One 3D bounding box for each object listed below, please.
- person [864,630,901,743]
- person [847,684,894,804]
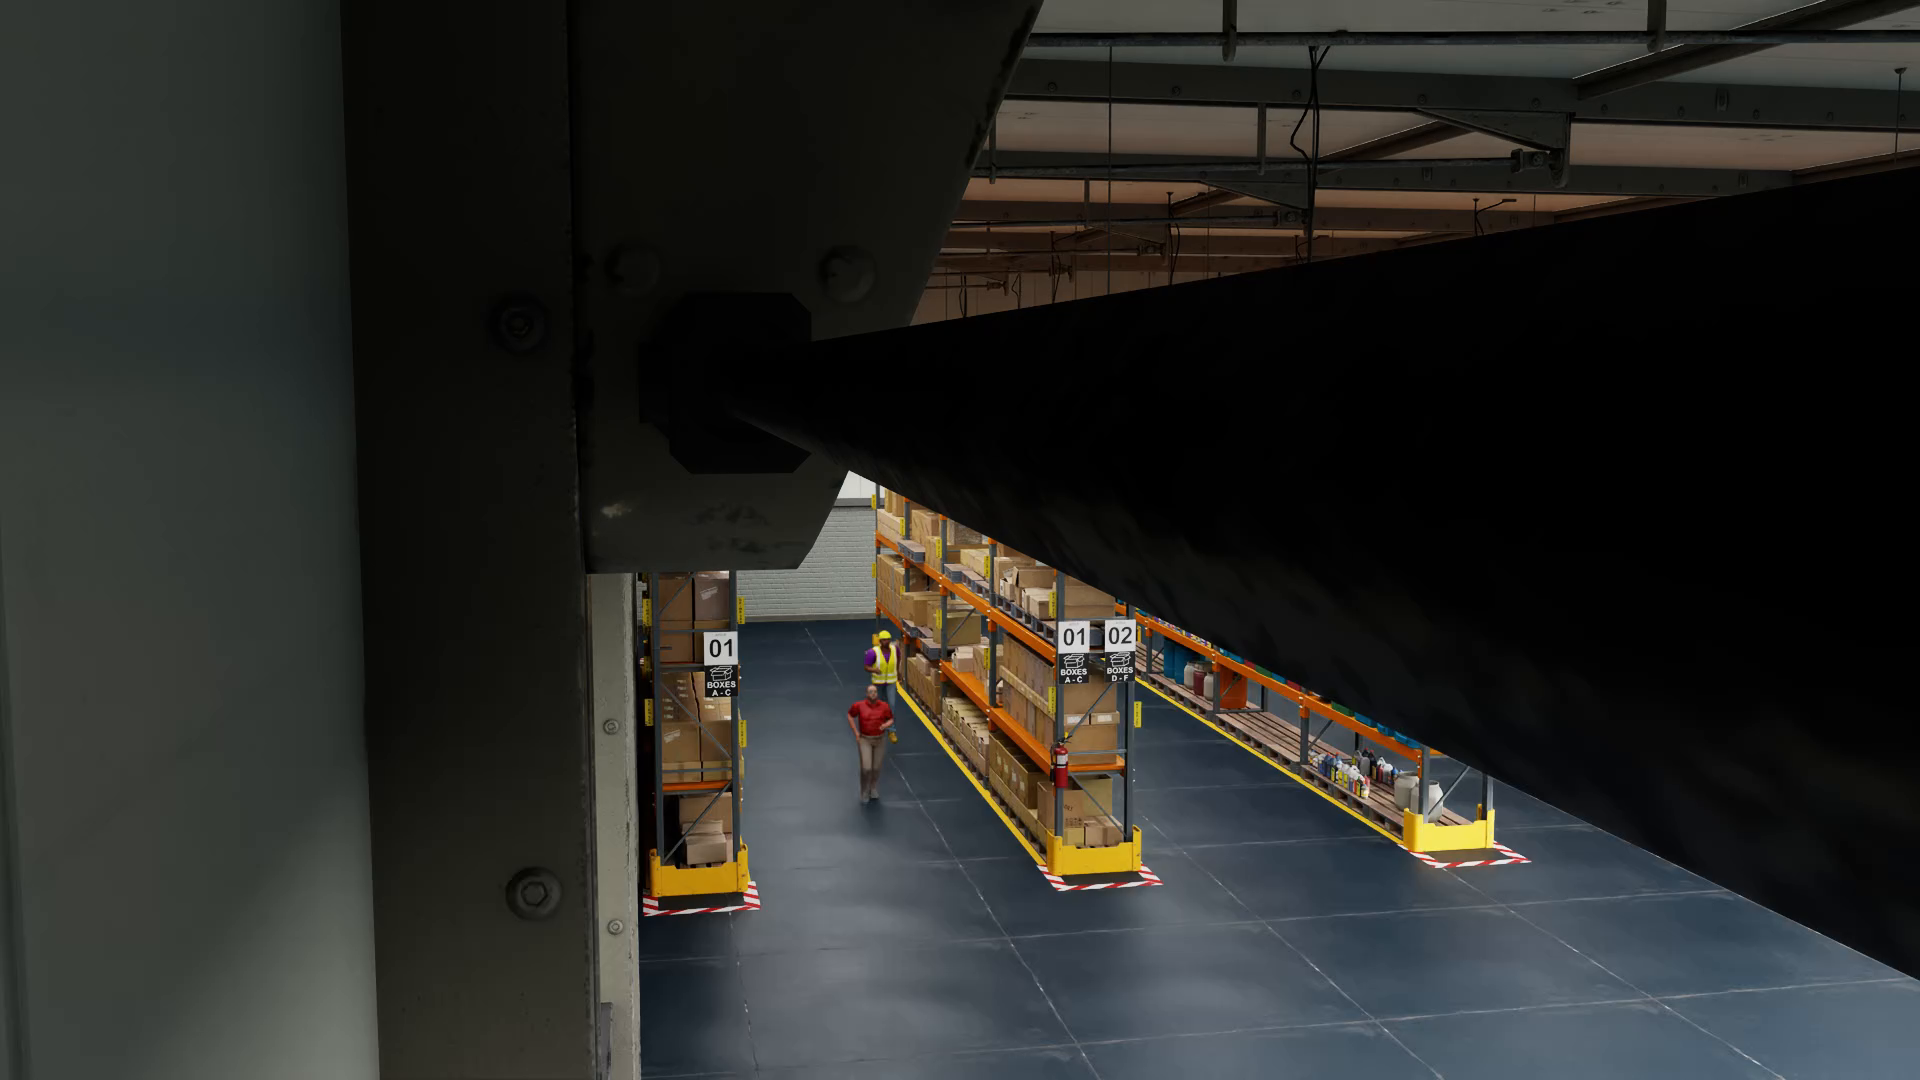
[{"bbox_3d":[-1.261,2.373,27.366,0.640,1.811,0.848,-1,6,-11],"label":"person"},{"bbox_3d":[-1.285,3.010,24.350,0.659,1.800,0.645,-2,6,-15],"label":"person"}]
